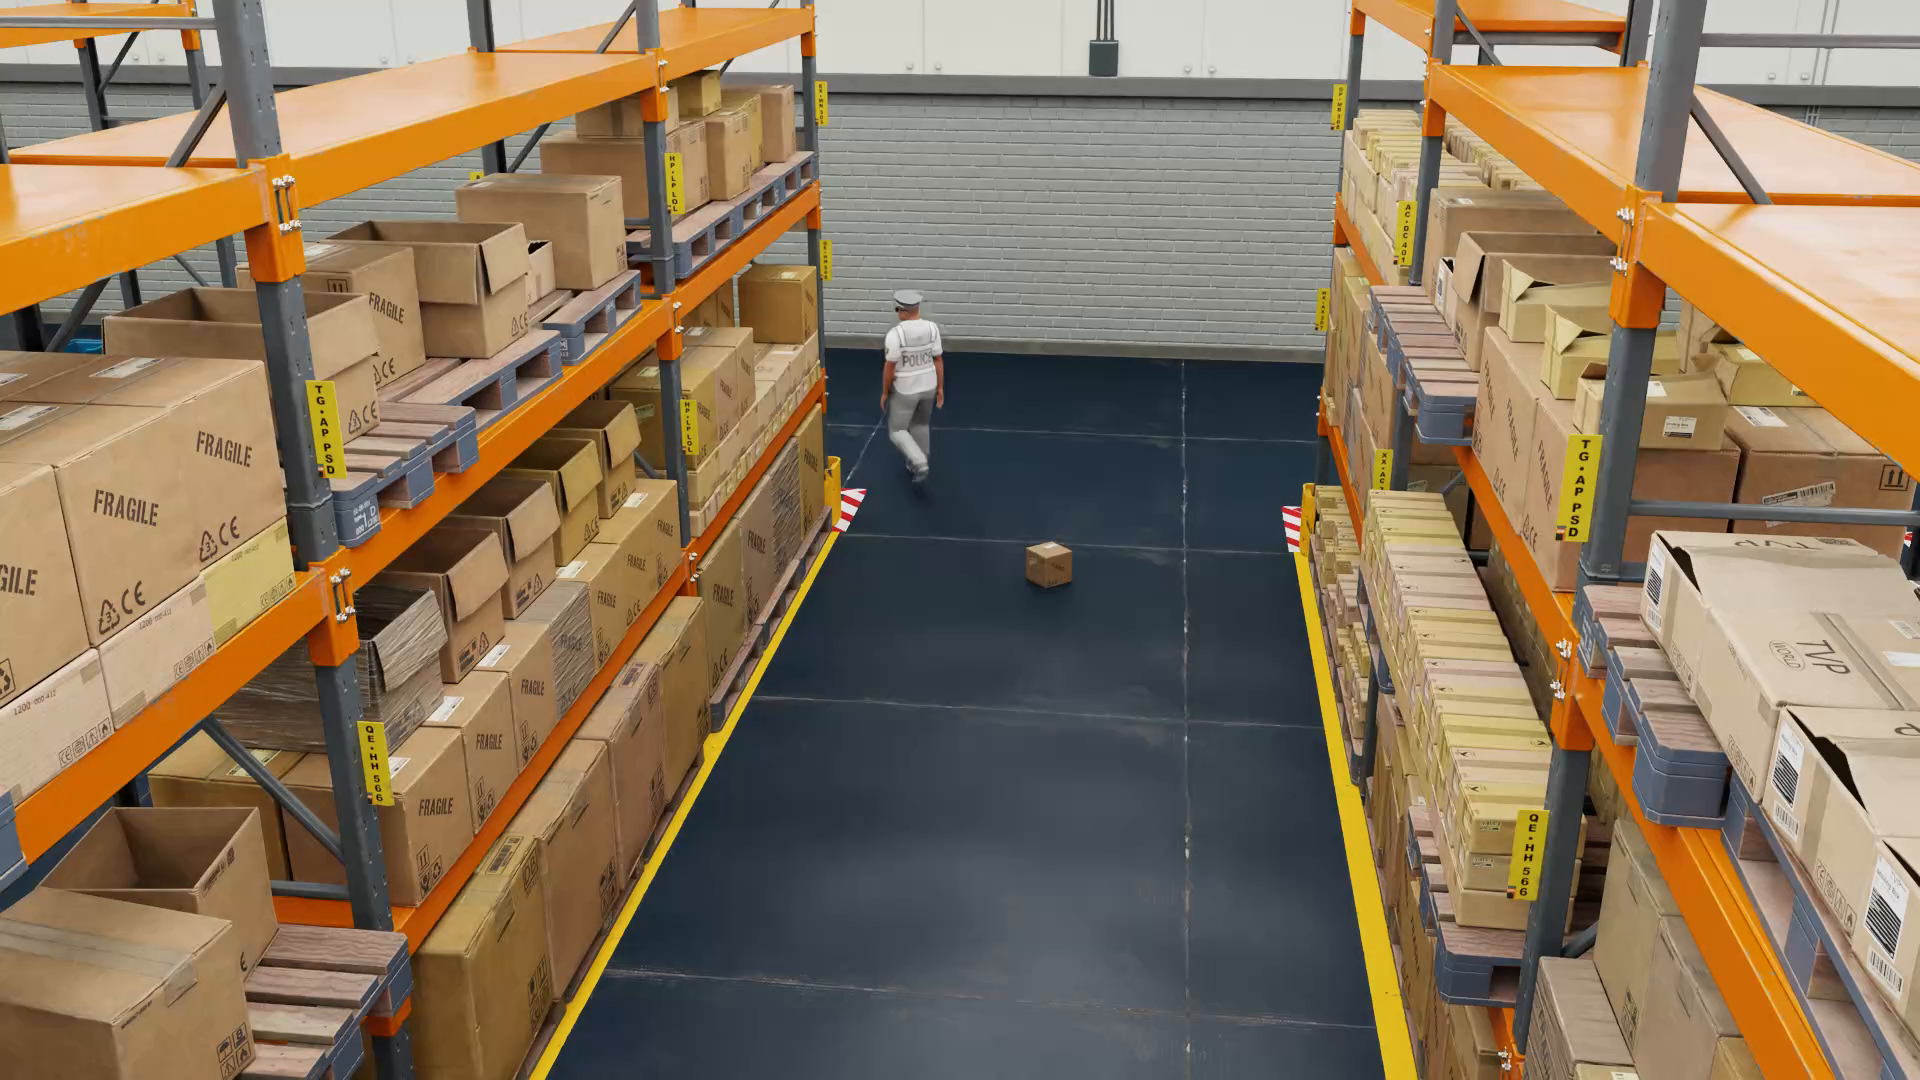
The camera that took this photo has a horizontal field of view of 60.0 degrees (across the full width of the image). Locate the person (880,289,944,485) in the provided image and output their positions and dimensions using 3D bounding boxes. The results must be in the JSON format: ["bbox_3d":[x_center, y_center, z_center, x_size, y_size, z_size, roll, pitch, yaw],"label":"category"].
[{"bbox_3d":[-0.415,-1.314,14.463,0.551,1.726,0.783,-12,24,-29],"label":"person"}]
